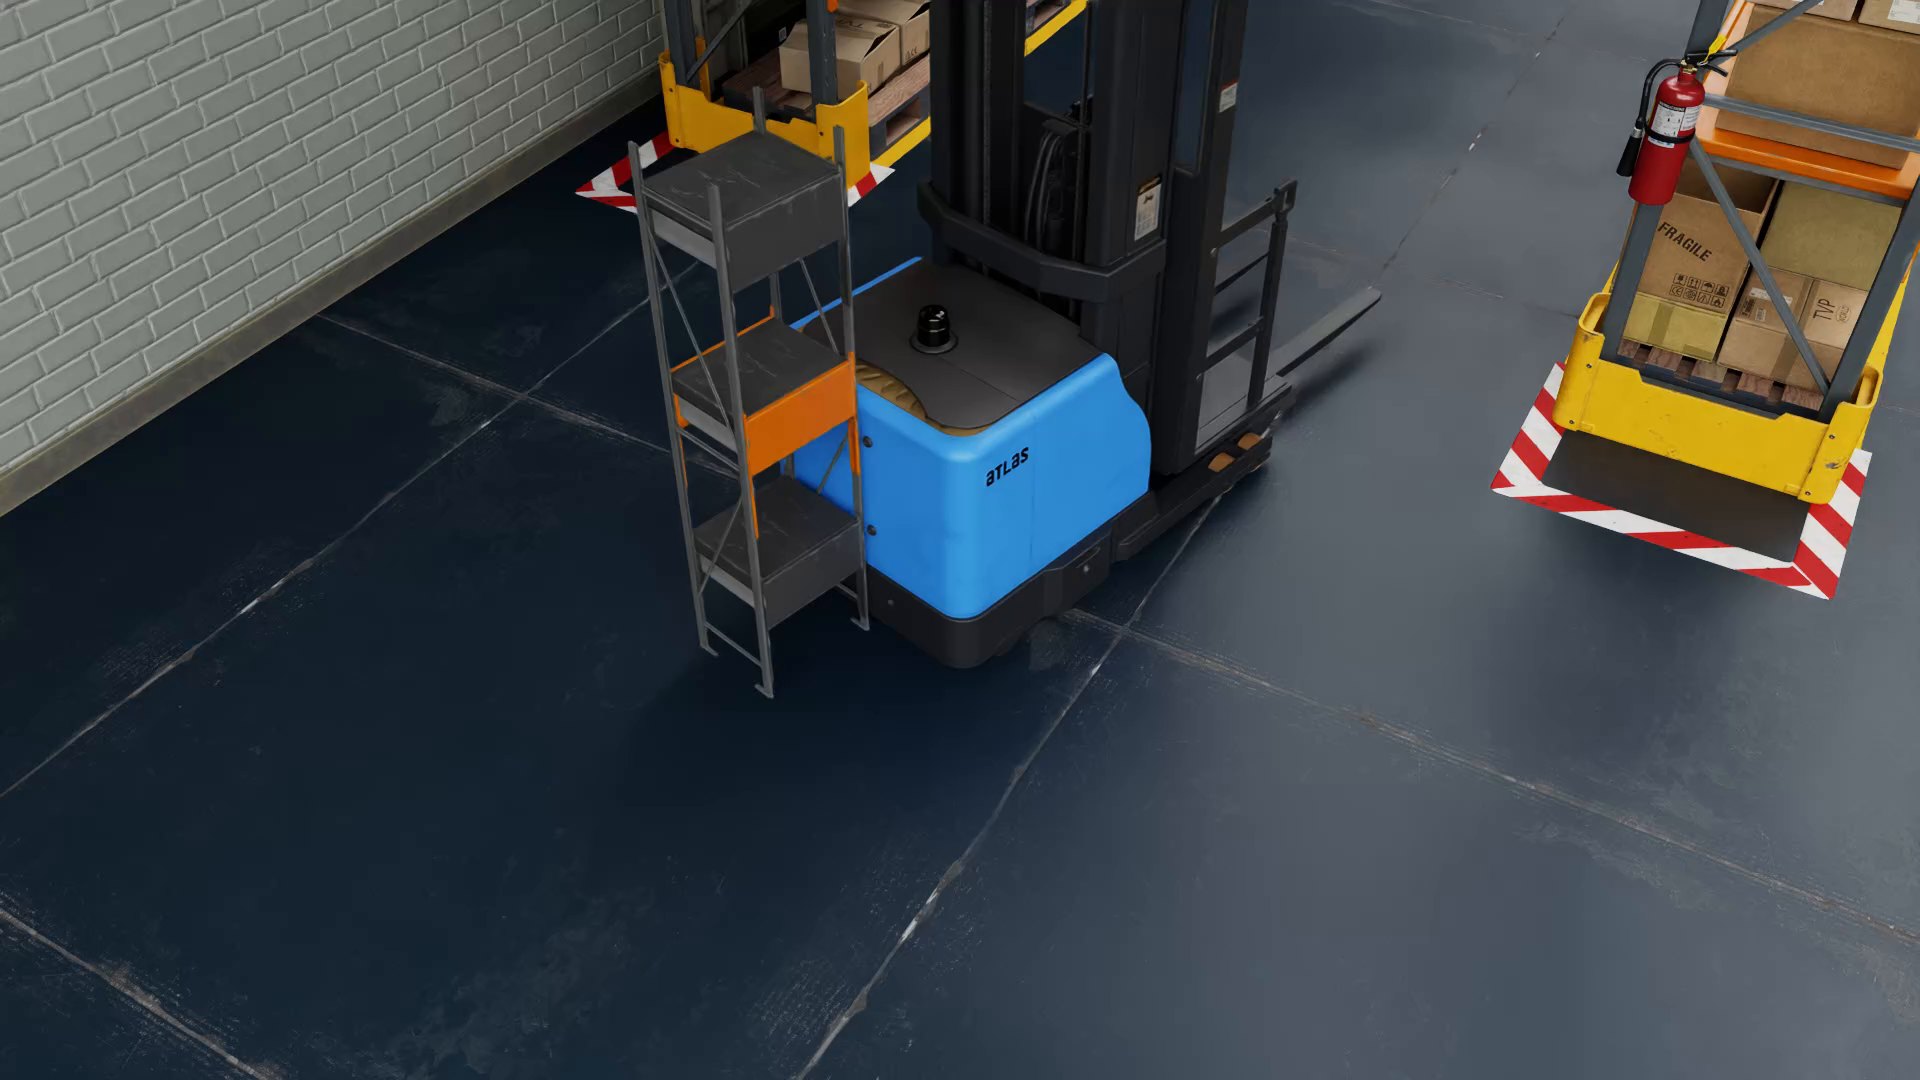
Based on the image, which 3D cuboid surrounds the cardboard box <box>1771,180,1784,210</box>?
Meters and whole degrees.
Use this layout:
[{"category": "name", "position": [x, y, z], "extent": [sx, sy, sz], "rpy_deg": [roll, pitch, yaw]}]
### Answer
[{"category": "cardboard box", "position": [3.951, -1.956, 8.464], "extent": [0.500, 0.250, 0.500], "rpy_deg": [21, 45, 22]}]

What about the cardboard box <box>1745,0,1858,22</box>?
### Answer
[{"category": "cardboard box", "position": [3.225, -2.126, 6.328], "extent": [0.380, 0.149, 0.250], "rpy_deg": [20, 45, 21]}]

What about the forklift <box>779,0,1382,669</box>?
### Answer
[{"category": "forklift", "position": [0.676, -1.508, 6.244], "extent": [1.130, 2.935, 3.031], "rpy_deg": [32, 51, 31]}]

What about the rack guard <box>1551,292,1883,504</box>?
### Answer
[{"category": "rack guard", "position": [3.186, -0.612, 7.066], "extent": [1.175, 0.500, 0.348], "rpy_deg": [21, 45, 22]}]

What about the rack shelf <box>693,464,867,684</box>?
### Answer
[{"category": "rack shelf", "position": [-0.664, 0.121, 6.104], "extent": [0.431, 0.518, 0.480], "rpy_deg": [32, 51, 31]}]

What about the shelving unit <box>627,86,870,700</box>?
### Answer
[{"category": "shelving unit", "position": [-0.664, -0.415, 5.633], "extent": [0.431, 2.100, 0.503], "rpy_deg": [32, 51, 31]}]

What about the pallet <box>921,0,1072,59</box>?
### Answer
[{"category": "pallet", "position": [-0.006, -3.345, 10.389], "extent": [1.003, 0.211, 1.213], "rpy_deg": [21, 45, 22]}]

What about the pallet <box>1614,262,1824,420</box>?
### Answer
[{"category": "pallet", "position": [3.545, -0.968, 7.690], "extent": [1.003, 0.211, 1.213], "rpy_deg": [21, 45, 22]}]

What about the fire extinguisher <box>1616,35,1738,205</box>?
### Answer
[{"category": "fire extinguisher", "position": [2.737, -1.620, 6.379], "extent": [0.296, 0.674, 0.183], "rpy_deg": [21, 45, 22]}]

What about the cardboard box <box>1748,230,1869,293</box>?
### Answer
[{"category": "cardboard box", "position": [3.906, -1.210, 7.617], "extent": [0.500, 0.250, 0.500], "rpy_deg": [21, 45, 22]}]

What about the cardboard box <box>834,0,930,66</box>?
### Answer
[{"category": "cardboard box", "position": [-0.383, -3.048, 9.643], "extent": [0.500, 0.311, 0.500], "rpy_deg": [25, 47, 25]}]

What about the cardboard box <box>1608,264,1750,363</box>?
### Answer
[{"category": "cardboard box", "position": [3.211, -1.094, 7.485], "extent": [0.500, 0.250, 0.500], "rpy_deg": [21, 45, 22]}]

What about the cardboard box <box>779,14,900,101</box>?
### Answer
[{"category": "cardboard box", "position": [-0.668, -2.722, 9.273], "extent": [0.500, 0.311, 0.500], "rpy_deg": [16, 44, 17]}]

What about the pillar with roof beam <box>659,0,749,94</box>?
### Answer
[{"category": "pillar with roof beam", "position": [2.236, -4.714, 5.294], "extent": [9.100, 9.000, 0.400], "rpy_deg": [21, 45, 22]}]

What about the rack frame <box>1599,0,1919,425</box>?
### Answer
[{"category": "rack frame", "position": [3.198, -1.563, 6.256], "extent": [1.000, 3.000, 0.127], "rpy_deg": [21, 45, 22]}]

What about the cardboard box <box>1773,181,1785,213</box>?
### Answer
[{"category": "cardboard box", "position": [4.147, -1.781, 7.698], "extent": [0.500, 0.500, 0.500], "rpy_deg": [21, 45, 22]}]

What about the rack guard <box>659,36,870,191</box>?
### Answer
[{"category": "rack guard", "position": [-1.054, -2.305, 8.989], "extent": [1.175, 0.500, 0.348], "rpy_deg": [21, 45, 22]}]

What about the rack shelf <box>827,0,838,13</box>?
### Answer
[{"category": "rack shelf", "position": [-0.091, -4.074, 9.651], "extent": [1.077, 0.370, 4.000], "rpy_deg": [21, 45, 22]}]

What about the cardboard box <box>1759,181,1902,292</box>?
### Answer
[{"category": "cardboard box", "position": [3.908, -1.491, 7.368], "extent": [0.500, 0.500, 0.500], "rpy_deg": [21, 45, 22]}]

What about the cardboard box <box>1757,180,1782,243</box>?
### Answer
[{"category": "cardboard box", "position": [3.699, -1.670, 8.140], "extent": [0.500, 0.250, 0.500], "rpy_deg": [21, 45, 22]}]

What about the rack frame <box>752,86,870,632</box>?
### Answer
[{"category": "rack frame", "position": [-0.496, -0.532, 5.765], "extent": [0.400, 2.100, 0.015], "rpy_deg": [32, 51, 31]}]

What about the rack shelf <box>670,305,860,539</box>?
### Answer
[{"category": "rack shelf", "position": [-0.664, -0.405, 5.642], "extent": [0.431, 0.518, 0.480], "rpy_deg": [32, 51, 31]}]

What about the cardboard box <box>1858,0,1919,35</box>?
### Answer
[{"category": "cardboard box", "position": [3.581, -1.998, 6.182], "extent": [0.380, 0.149, 0.250], "rpy_deg": [21, 45, 22]}]

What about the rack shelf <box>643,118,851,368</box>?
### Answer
[{"category": "rack shelf", "position": [-0.664, -0.930, 5.179], "extent": [0.431, 0.518, 0.480], "rpy_deg": [32, 51, 31]}]

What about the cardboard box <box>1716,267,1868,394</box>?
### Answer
[{"category": "cardboard box", "position": [3.659, -0.922, 7.291], "extent": [0.500, 0.250, 0.500], "rpy_deg": [21, 45, 22]}]

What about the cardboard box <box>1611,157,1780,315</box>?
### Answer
[{"category": "cardboard box", "position": [3.209, -1.376, 7.238], "extent": [0.500, 0.500, 0.500], "rpy_deg": [21, 45, 22]}]

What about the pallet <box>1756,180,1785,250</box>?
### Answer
[{"category": "pallet", "position": [4.156, -1.664, 8.479], "extent": [1.003, 0.211, 1.213], "rpy_deg": [21, 45, 22]}]

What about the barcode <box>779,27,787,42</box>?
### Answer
[{"category": "barcode", "position": [-1.005, -2.868, 9.432], "extent": [0.001, 0.075, 0.075], "rpy_deg": [21, 45, 22]}]

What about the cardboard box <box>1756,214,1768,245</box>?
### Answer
[{"category": "cardboard box", "position": [3.451, -1.384, 7.814], "extent": [0.500, 0.250, 0.500], "rpy_deg": [21, 45, 22]}]

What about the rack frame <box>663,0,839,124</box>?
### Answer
[{"category": "rack frame", "position": [-1.092, -3.200, 8.114], "extent": [1.000, 3.000, 0.127], "rpy_deg": [21, 45, 22]}]

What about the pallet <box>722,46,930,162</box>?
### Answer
[{"category": "pallet", "position": [-0.617, -2.650, 9.599], "extent": [1.003, 0.211, 1.213], "rpy_deg": [21, 45, 22]}]

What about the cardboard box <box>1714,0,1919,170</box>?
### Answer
[{"category": "cardboard box", "position": [3.443, -1.864, 6.521], "extent": [0.700, 0.500, 0.500], "rpy_deg": [21, 45, 22]}]

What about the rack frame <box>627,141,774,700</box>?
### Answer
[{"category": "rack frame", "position": [-0.833, -0.298, 5.500], "extent": [0.400, 2.100, 0.015], "rpy_deg": [32, 51, 31]}]

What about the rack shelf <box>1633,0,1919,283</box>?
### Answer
[{"category": "rack shelf", "position": [4.199, -2.438, 7.793], "extent": [1.077, 0.370, 4.000], "rpy_deg": [21, 45, 22]}]

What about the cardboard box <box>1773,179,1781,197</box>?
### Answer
[{"category": "cardboard box", "position": [3.697, -1.953, 7.893], "extent": [0.500, 0.500, 0.500], "rpy_deg": [21, 45, 22]}]
